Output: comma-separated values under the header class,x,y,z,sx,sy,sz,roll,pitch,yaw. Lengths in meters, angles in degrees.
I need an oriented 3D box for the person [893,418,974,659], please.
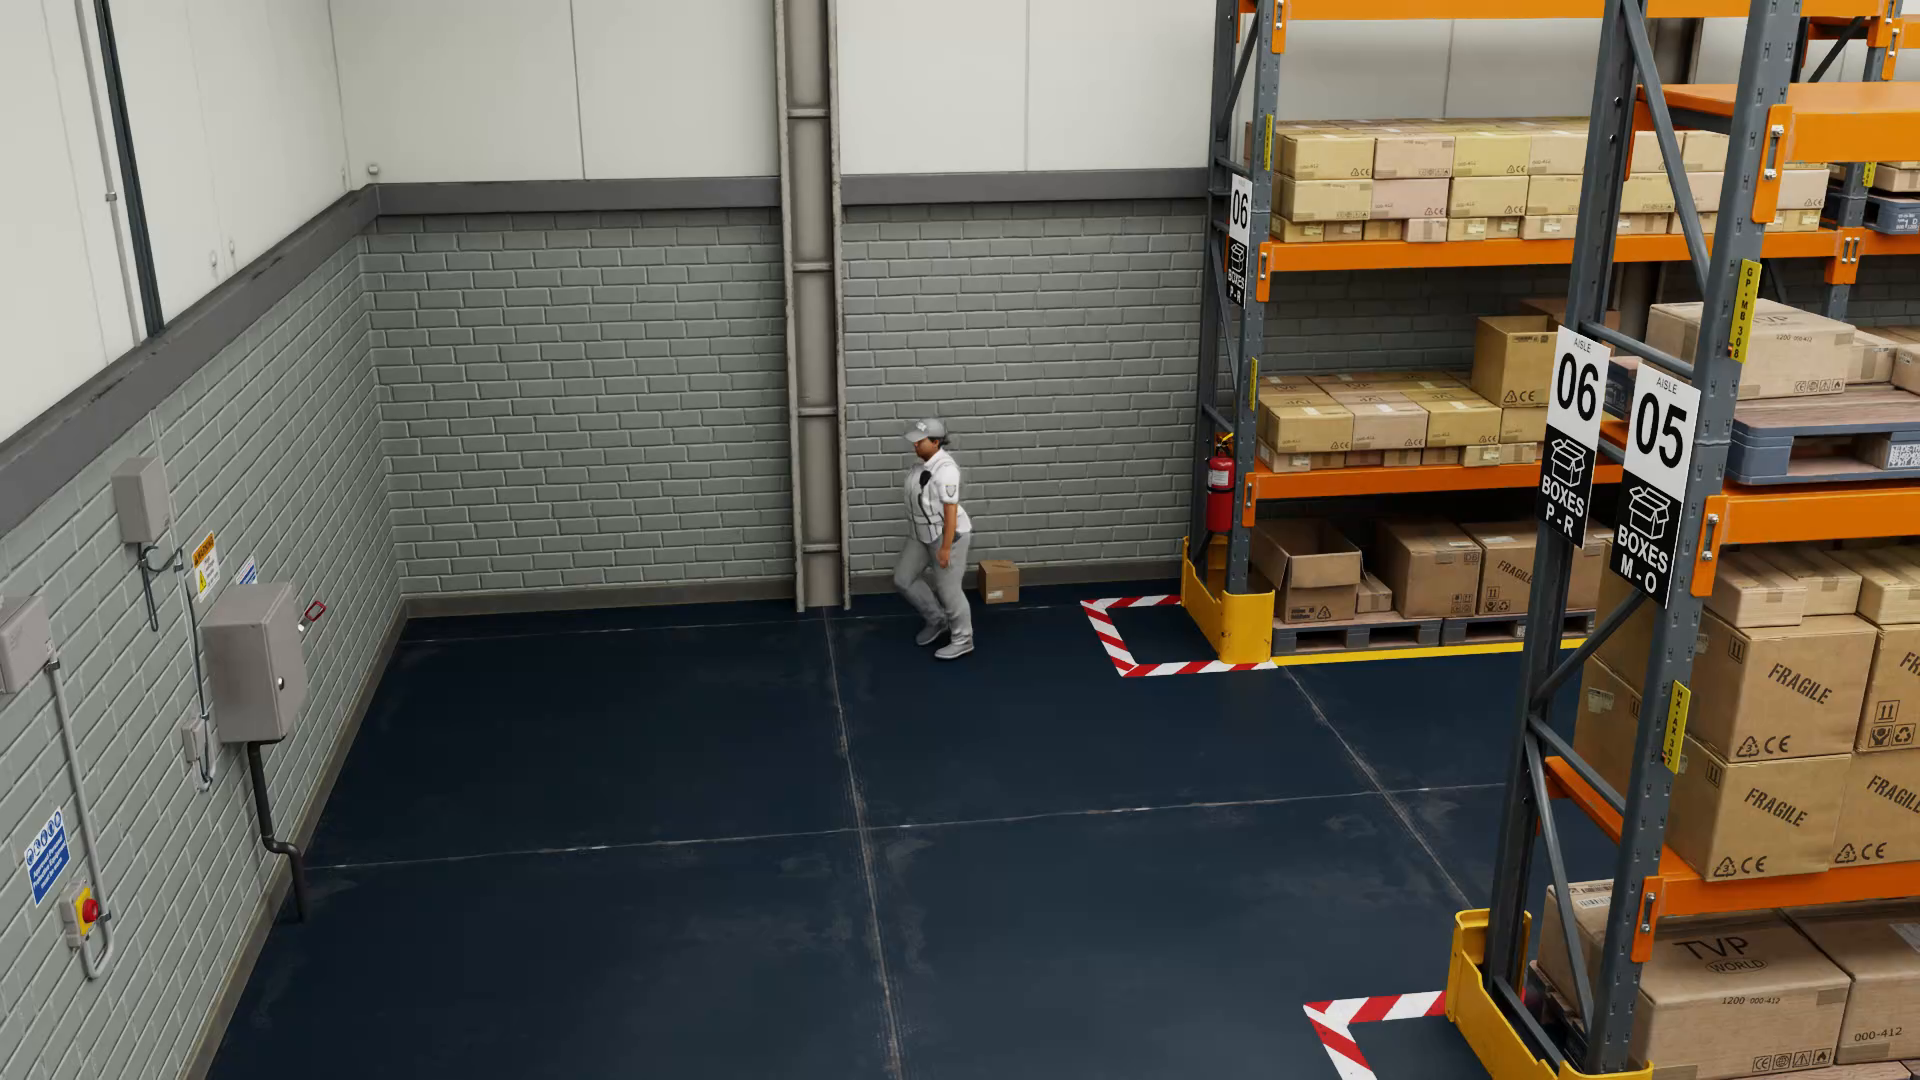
class,x,y,z,sx,sy,sz,roll,pitch,yaw
person,-0.160,-0.013,11.071,0.444,1.656,0.505,-13,24,-31
